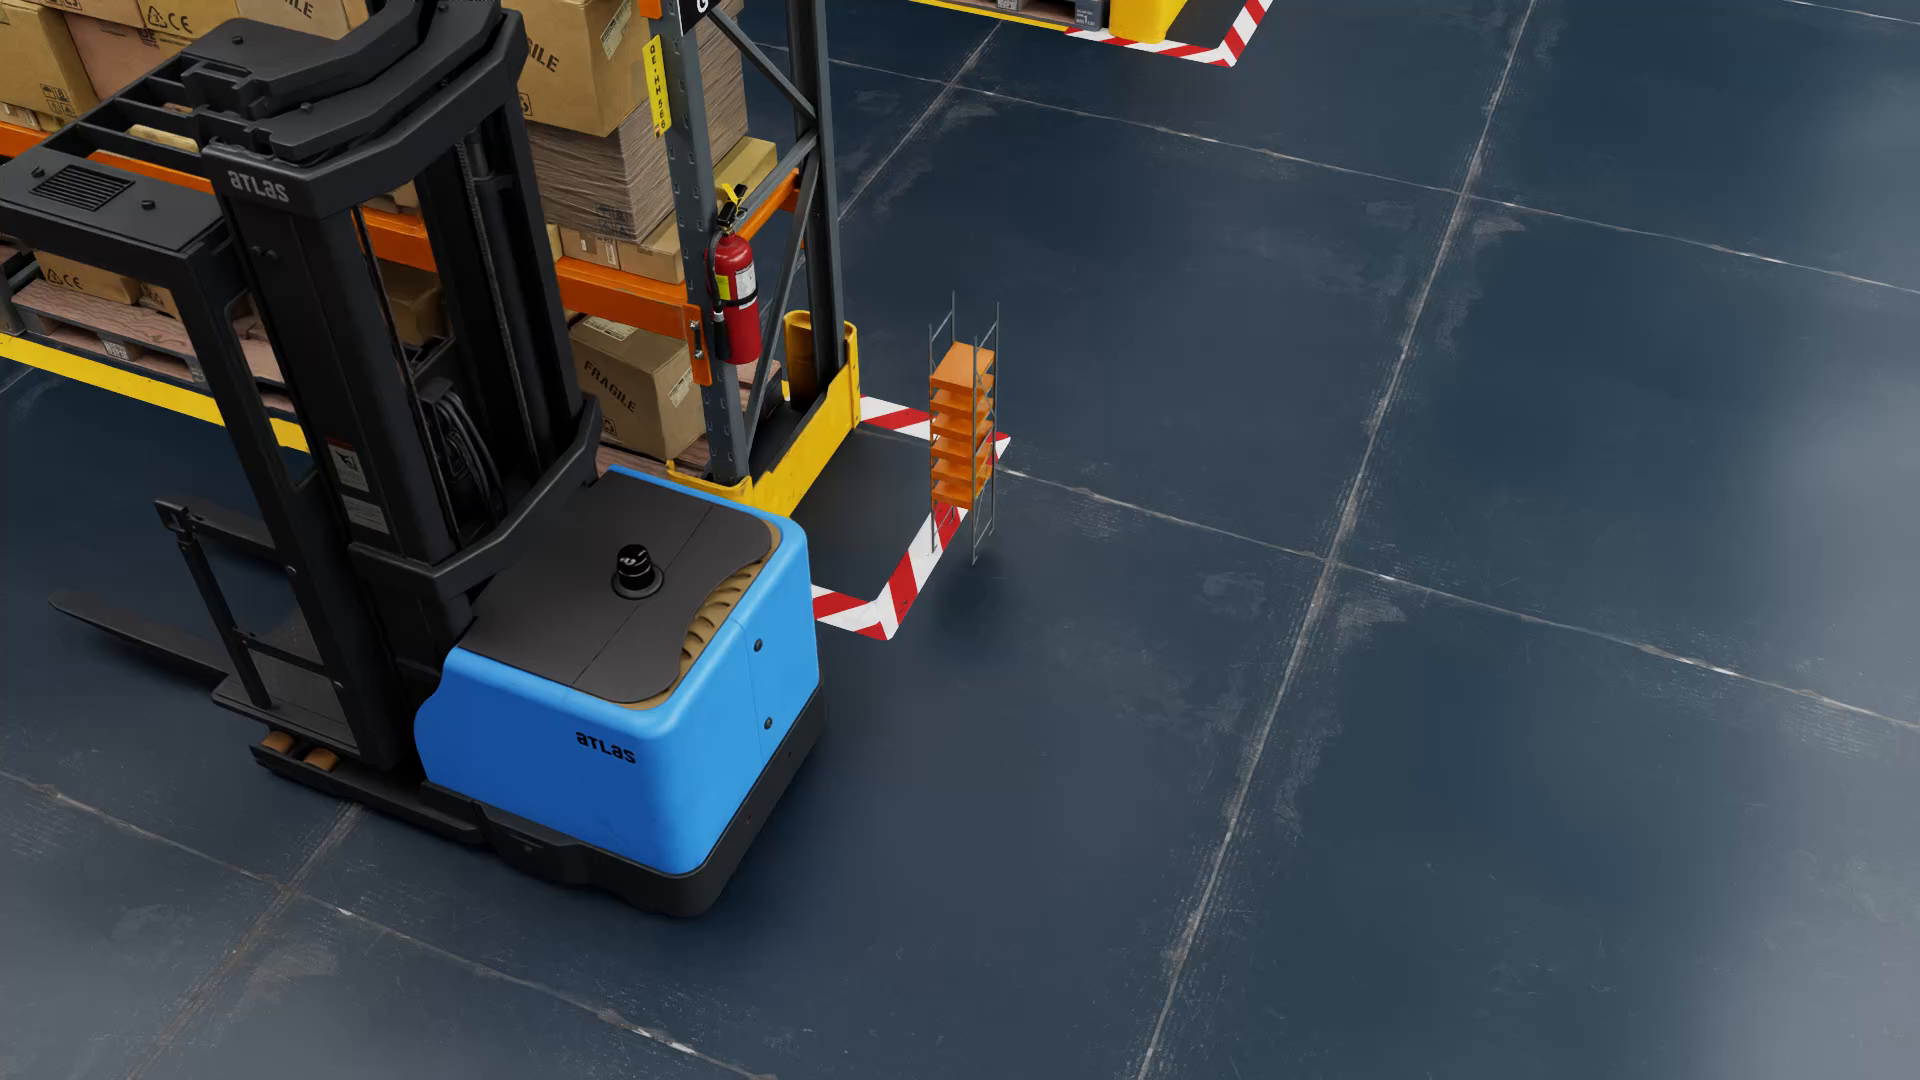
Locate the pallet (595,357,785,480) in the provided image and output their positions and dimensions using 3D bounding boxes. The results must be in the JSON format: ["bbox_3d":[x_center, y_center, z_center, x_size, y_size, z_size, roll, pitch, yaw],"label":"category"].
[{"bbox_3d":[-1.555,-0.575,7.518,1.213,0.211,1.003,16,47,16],"label":"pallet"}]

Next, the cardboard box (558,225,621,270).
[{"bbox_3d":[-1.322,-1.222,6.368,0.250,0.149,0.380,16,47,16],"label":"cardboard box"}]

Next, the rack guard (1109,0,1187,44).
[{"bbox_3d":[1.276,-3.608,10.361,0.348,0.500,1.175,16,47,16],"label":"rack guard"}]

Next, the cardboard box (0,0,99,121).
[{"bbox_3d":[-3.601,-2.206,6.897,0.500,0.500,0.875,16,47,16],"label":"cardboard box"}]

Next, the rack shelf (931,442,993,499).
[{"bbox_3d":[0.014,-0.305,6.778,0.180,0.103,0.258,16,47,16],"label":"rack shelf"}]

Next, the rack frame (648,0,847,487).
[{"bbox_3d":[-0.749,-1.300,6.268,0.127,3.000,1.000,16,47,16],"label":"rack frame"}]

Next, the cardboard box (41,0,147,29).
[{"bbox_3d":[-3.200,-2.323,6.306,0.500,0.500,0.500,16,47,16],"label":"cardboard box"}]

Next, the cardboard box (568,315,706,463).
[{"bbox_3d":[-1.319,-0.743,7.183,0.500,0.500,0.500,25,50,23],"label":"cardboard box"}]

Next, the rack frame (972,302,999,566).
[{"bbox_3d":[0.098,-0.396,6.637,0.006,1.200,0.240,16,47,16],"label":"rack frame"}]

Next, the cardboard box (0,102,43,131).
[{"bbox_3d":[-3.891,-1.916,7.066,0.250,0.149,0.380,16,47,16],"label":"cardboard box"}]

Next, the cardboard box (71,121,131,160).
[{"bbox_3d":[-3.441,-1.760,6.909,0.250,0.149,0.380,16,47,16],"label":"cardboard box"}]

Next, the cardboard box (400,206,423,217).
[{"bbox_3d":[-2.012,-1.429,6.577,0.250,0.149,0.380,16,47,16],"label":"cardboard box"}]

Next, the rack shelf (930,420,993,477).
[{"bbox_3d":[0.014,-0.390,6.693,0.180,0.103,0.258,16,47,16],"label":"rack shelf"}]

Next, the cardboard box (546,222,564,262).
[{"bbox_3d":[-1.572,-1.256,6.403,0.250,0.149,0.380,16,47,16],"label":"cardboard box"}]

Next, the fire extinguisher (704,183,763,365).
[{"bbox_3d":[-0.820,-0.941,5.963,0.183,0.674,0.296,16,47,16],"label":"fire extinguisher"}]

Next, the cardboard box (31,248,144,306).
[{"bbox_3d":[-4.087,-1.514,7.958,0.500,0.500,0.500,15,47,15],"label":"cardboard box"}]

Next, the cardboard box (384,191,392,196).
[{"bbox_3d":[-2.198,-1.829,6.519,0.500,0.500,0.875,16,47,16],"label":"cardboard box"}]

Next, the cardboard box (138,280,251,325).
[{"bbox_3d":[-3.555,-1.363,7.807,0.500,0.500,0.500,32,53,28],"label":"cardboard box"}]

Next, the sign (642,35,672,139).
[{"bbox_3d":[-0.981,-1.466,5.391,0.005,0.325,0.100,16,47,16],"label":"sign"}]

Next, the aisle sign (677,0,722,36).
[{"bbox_3d":[-0.807,-2.009,5.138,0.004,0.787,0.394,16,47,16],"label":"aisle sign"}]

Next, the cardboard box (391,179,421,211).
[{"bbox_3d":[-1.753,-1.665,6.354,0.500,0.500,0.875,16,47,16],"label":"cardboard box"}]

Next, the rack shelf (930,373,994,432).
[{"bbox_3d":[0.014,-0.560,6.524,0.180,0.103,0.258,16,47,16],"label":"rack shelf"}]

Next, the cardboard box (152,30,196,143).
[{"bbox_3d":[-2.655,-1.973,6.663,0.500,0.500,0.875,16,47,16],"label":"cardboard box"}]

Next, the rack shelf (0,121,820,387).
[{"bbox_3d":[-2.595,-1.588,7.068,4.000,0.370,1.077,16,47,16],"label":"rack shelf"}]

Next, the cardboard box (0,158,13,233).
[{"bbox_3d":[-4.999,-1.836,8.268,0.500,0.500,0.700,13,46,13],"label":"cardboard box"}]

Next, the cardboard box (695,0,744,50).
[{"bbox_3d":[-1.151,-2.122,6.104,0.500,0.500,0.500,16,47,16],"label":"cardboard box"}]

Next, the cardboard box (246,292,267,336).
[{"bbox_3d":[-2.952,-1.246,7.689,0.500,0.500,0.500,13,46,12],"label":"cardboard box"}]

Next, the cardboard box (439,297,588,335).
[{"bbox_3d":[-1.883,-0.883,7.324,0.500,0.500,0.500,29,52,26],"label":"cardboard box"}]

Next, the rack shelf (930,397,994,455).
[{"bbox_3d":[0.014,-0.475,6.608,0.180,0.103,0.258,16,47,16],"label":"rack shelf"}]

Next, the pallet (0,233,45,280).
[{"bbox_3d":[-5.159,-1.608,8.555,1.213,0.211,1.003,16,47,16],"label":"pallet"}]

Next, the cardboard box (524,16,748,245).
[{"bbox_3d":[-1.246,-1.608,6.296,0.500,0.500,0.875,16,47,16],"label":"cardboard box"}]

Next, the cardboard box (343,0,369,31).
[{"bbox_3d":[-1.815,-1.916,5.897,0.500,0.500,0.500,16,47,16],"label":"cardboard box"}]

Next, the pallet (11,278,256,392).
[{"bbox_3d":[-3.807,-1.238,8.184,1.213,0.211,1.003,16,47,16],"label":"pallet"}]

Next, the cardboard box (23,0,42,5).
[{"bbox_3d":[-3.661,-2.459,6.443,0.500,0.500,0.500,16,47,16],"label":"cardboard box"}]

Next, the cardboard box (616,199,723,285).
[{"bbox_3d":[-1.091,-1.154,6.300,0.250,0.149,0.380,16,47,16],"label":"cardboard box"}]

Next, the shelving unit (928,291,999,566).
[{"bbox_3d":[0.014,-0.421,6.662,0.189,1.200,0.258,16,47,16],"label":"shelving unit"}]

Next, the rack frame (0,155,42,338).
[{"bbox_3d":[-4.440,-2.386,7.360,0.127,3.000,1.000,16,47,16],"label":"rack frame"}]

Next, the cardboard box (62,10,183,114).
[{"bbox_3d":[-3.101,-2.135,6.827,0.500,0.500,0.875,16,47,16],"label":"cardboard box"}]

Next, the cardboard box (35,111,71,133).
[{"bbox_3d":[-3.656,-1.855,7.004,0.250,0.149,0.380,16,47,16],"label":"cardboard box"}]

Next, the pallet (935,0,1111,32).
[{"bbox_3d":[0.486,-3.679,10.637,1.213,0.211,1.003,16,47,16],"label":"pallet"}]

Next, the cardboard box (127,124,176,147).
[{"bbox_3d":[-3.195,-1.719,6.868,0.250,0.149,0.380,16,47,16],"label":"cardboard box"}]

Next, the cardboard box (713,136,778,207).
[{"bbox_3d":[-0.920,-1.443,6.591,0.250,0.149,0.380,16,47,16],"label":"cardboard box"}]

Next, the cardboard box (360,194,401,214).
[{"bbox_3d":[-2.251,-1.482,6.630,0.250,0.149,0.380,16,47,16],"label":"cardboard box"}]

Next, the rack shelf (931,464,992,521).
[{"bbox_3d":[0.014,-0.220,6.862,0.180,0.103,0.258,16,47,16],"label":"rack shelf"}]

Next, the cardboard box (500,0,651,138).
[{"bbox_3d":[-1.351,-1.783,5.764,0.500,0.500,0.500,16,47,16],"label":"cardboard box"}]

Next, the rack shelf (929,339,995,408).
[{"bbox_3d":[0.014,-0.645,6.439,0.180,0.103,0.258,16,47,16],"label":"rack shelf"}]

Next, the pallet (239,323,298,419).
[{"bbox_3d":[-2.677,-0.908,7.852,1.213,0.211,1.003,16,47,16],"label":"pallet"}]

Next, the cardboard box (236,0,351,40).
[{"bbox_3d":[-2.276,-2.053,6.035,0.500,0.500,0.500,16,47,16],"label":"cardboard box"}]

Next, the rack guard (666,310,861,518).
[{"bbox_3d":[-0.819,-0.434,7.171,0.348,0.500,1.175,16,47,16],"label":"rack guard"}]

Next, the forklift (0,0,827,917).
[{"bbox_3d":[-2.068,-0.437,5.450,3.031,2.935,1.130,17,47,16],"label":"forklift"}]

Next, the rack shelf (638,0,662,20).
[{"bbox_3d":[-2.595,-2.651,6.010,4.000,0.370,1.077,16,47,16],"label":"rack shelf"}]

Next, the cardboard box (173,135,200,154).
[{"bbox_3d":[-2.968,-1.644,6.793,0.250,0.149,0.380,16,47,16],"label":"cardboard box"}]

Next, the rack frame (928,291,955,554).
[{"bbox_3d":[-0.071,-0.446,6.687,0.006,1.200,0.240,16,47,16],"label":"rack frame"}]

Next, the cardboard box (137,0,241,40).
[{"bbox_3d":[-2.734,-2.194,6.177,0.500,0.500,0.500,16,47,16],"label":"cardboard box"}]

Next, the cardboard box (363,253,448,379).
[{"bbox_3d":[-2.454,-1.065,7.507,0.500,0.500,0.500,21,48,19],"label":"cardboard box"}]
